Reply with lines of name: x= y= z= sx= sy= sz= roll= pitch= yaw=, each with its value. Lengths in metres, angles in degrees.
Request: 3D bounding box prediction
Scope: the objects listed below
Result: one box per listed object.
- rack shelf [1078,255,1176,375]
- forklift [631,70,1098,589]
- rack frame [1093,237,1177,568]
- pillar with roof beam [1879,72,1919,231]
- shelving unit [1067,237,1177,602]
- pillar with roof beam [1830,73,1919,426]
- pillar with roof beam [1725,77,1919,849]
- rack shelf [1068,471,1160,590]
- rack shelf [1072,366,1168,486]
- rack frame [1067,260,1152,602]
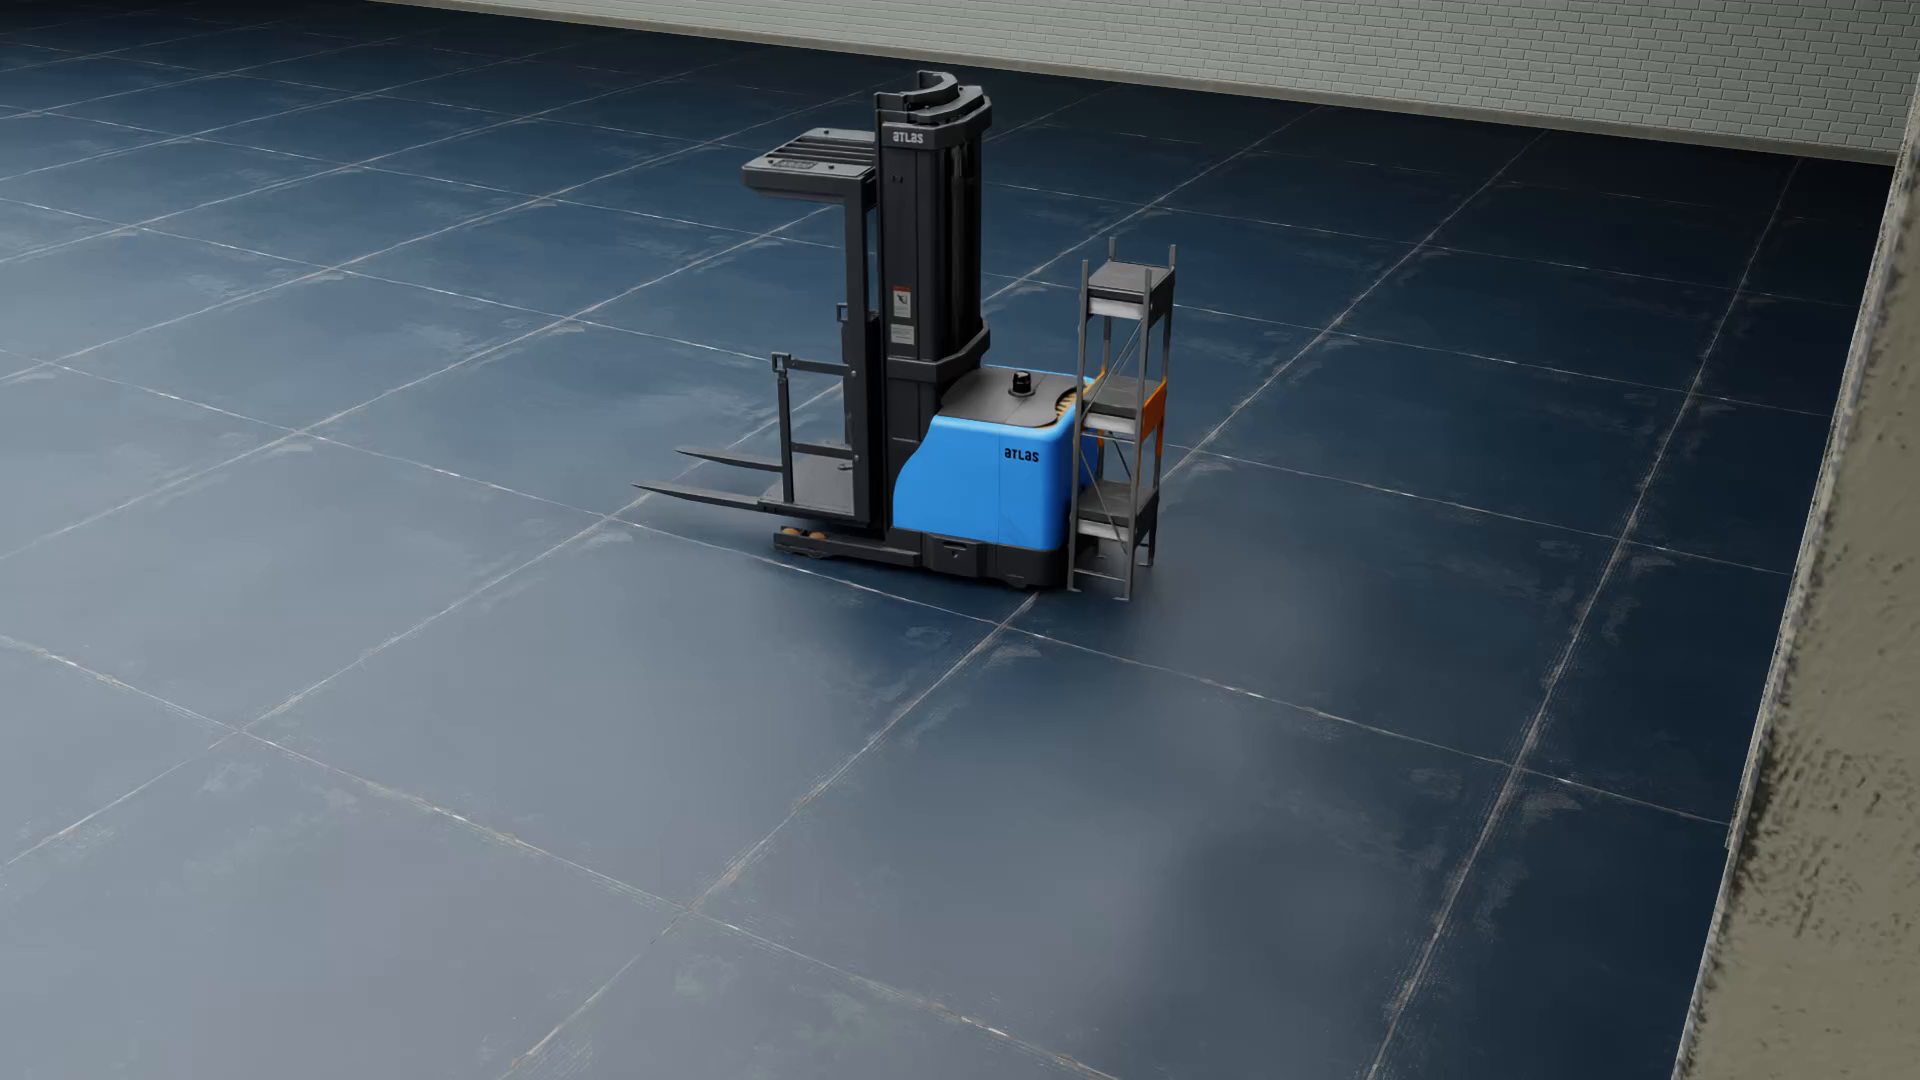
rack shelf: x=0.965 y=-1.310 z=9.620 sx=0.431 sy=0.518 sz=0.480 roll=11 pitch=29 yaw=20
forklift: x=-0.671 y=-1.401 z=10.414 sx=3.031 sy=2.935 sz=1.130 roll=9 pitch=28 yaw=17
rack frame: x=1.050 y=-0.798 z=10.132 sx=0.400 sy=2.100 sz=0.015 roll=11 pitch=29 yaw=20
pillar with roof beam: x=6.042 y=-8.220 z=17.258 sx=9.100 sy=9.000 sz=0.400 roll=14 pitch=30 yaw=26
shelving unit: x=0.956 y=-0.698 z=9.931 sx=0.431 sy=2.100 sz=0.503 roll=11 pitch=29 yaw=20
pillar with roof beam: x=3.090 y=-5.882 z=12.587 sx=9.100 sy=9.000 sz=0.400 roll=14 pitch=30 yaw=26
pillar with roof beam: x=0.138 y=-3.544 z=7.916 sx=9.100 sy=9.000 sz=0.400 roll=14 pitch=30 yaw=26
rack shelf: x=0.948 y=-0.061 z=10.254 sx=0.431 sy=0.518 sz=0.480 roll=11 pitch=29 yaw=20
rack shelf: x=0.956 y=-0.685 z=9.937 sx=0.431 sy=0.518 sz=0.480 roll=11 pitch=29 yaw=20
rack frame: x=0.862 y=-0.597 z=9.730 sx=0.400 sy=2.100 sz=0.015 roll=11 pitch=29 yaw=20
